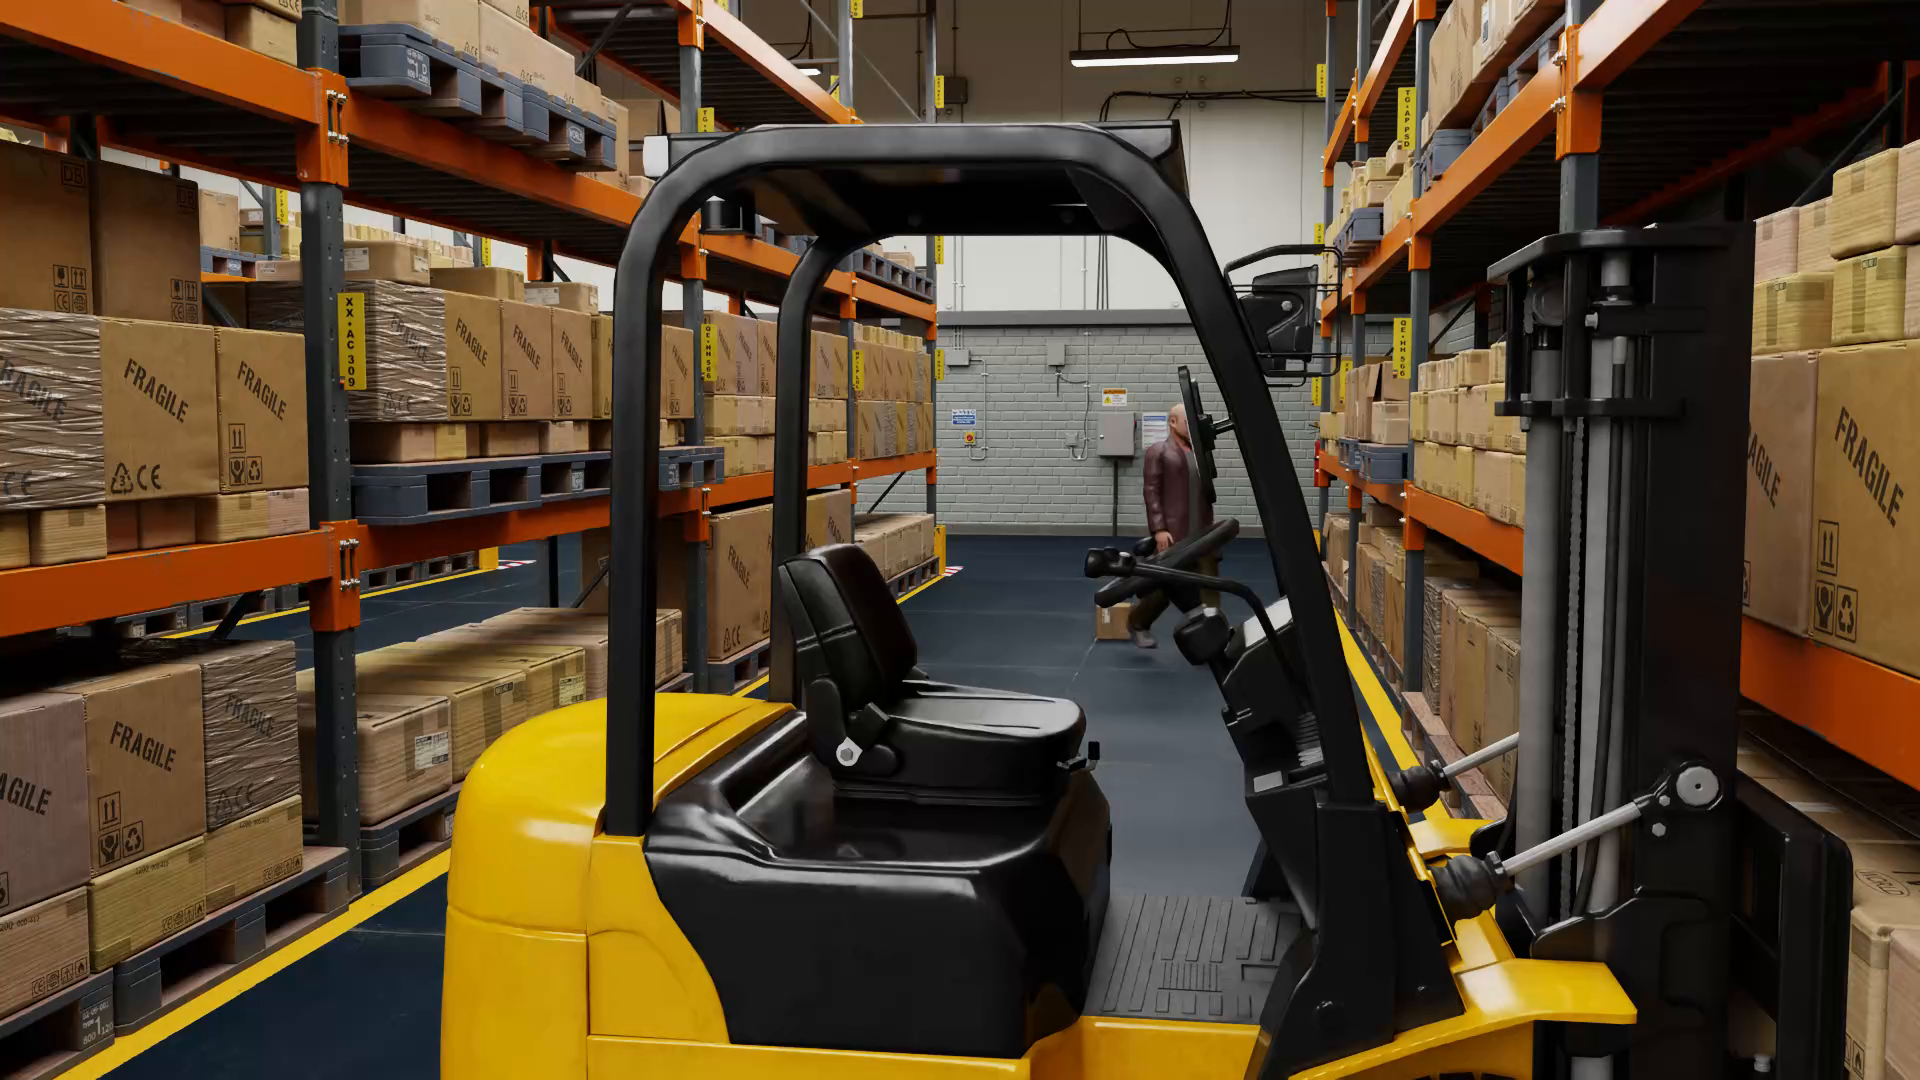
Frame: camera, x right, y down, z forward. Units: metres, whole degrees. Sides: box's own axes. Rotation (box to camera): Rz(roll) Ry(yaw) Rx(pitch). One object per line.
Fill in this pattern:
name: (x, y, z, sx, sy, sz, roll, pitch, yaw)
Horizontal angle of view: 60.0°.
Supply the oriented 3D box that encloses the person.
person: (1.526, -0.055, 11.360, 0.603, 1.748, 0.971, -2, 5, -28)
